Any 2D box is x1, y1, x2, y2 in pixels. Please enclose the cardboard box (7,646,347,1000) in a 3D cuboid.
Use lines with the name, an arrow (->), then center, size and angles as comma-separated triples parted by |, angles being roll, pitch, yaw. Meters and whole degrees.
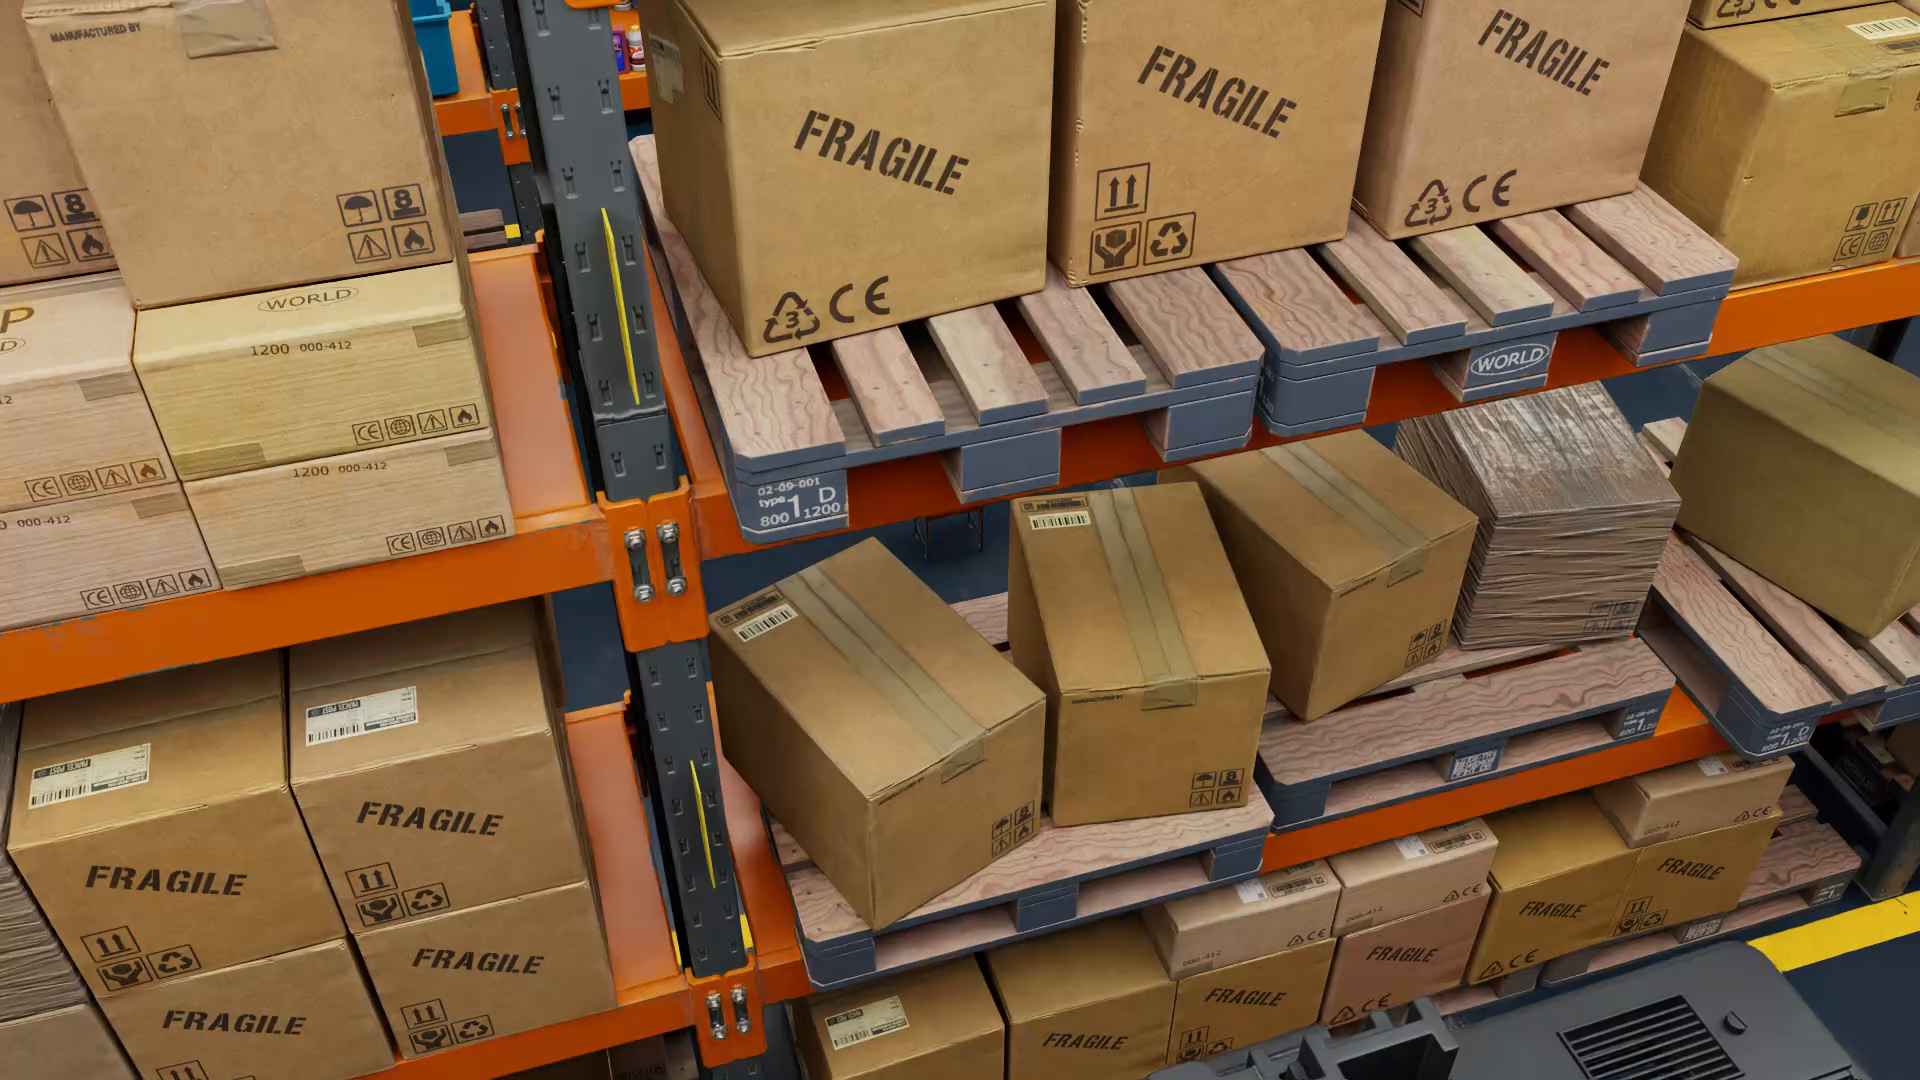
cardboard box -> -1.620, 0.556, 3.498 | 0.500, 0.500, 0.500 | -12, 43, -14

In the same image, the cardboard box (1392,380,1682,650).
cardboard box -> 1.591, -0.125, 4.718 | 0.500, 0.500, 0.700 | -4, 41, -5

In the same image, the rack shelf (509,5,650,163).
rack shelf -> -0.305, -2.629, 8.526 | 4.000, 0.370, 1.077 | -12, 42, -13

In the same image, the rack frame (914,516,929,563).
rack frame -> -0.167, -0.361, 6.865 | 0.008, 1.050, 0.200 | -12, 42, -13

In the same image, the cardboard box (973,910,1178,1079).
cardboard box -> 0.312, 1.325, 5.018 | 0.500, 0.500, 0.500 | -11, 42, -12

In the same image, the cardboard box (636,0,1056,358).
cardboard box -> -0.225, -0.812, 3.148 | 0.600, 0.600, 0.600 | -16, 43, -17

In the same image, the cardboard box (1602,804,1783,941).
cardboard box -> 2.266, 0.922, 5.480 | 0.500, 0.500, 0.500 | -10, 42, -11

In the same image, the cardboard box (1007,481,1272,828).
cardboard box -> 0.428, 0.280, 4.254 | 0.500, 0.500, 0.700 | -5, 41, -6

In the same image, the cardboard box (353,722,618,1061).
cardboard box -> -1.128, 0.827, 3.947 | 0.500, 0.500, 0.500 | -11, 42, -12

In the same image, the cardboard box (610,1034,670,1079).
cardboard box -> -1.193, 1.399, 5.078 | 0.500, 0.311, 0.500 | -12, 42, -13

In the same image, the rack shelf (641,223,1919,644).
rack shelf -> 1.180, -0.649, 3.980 | 4.000, 0.370, 1.077 | -12, 42, -13

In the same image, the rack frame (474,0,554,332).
rack frame -> -2.212, -2.504, 7.837 | 0.127, 3.000, 1.000 | -12, 42, -13

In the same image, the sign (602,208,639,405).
sign -> -0.558, -0.380, 2.733 | 0.005, 0.325, 0.100 | -12, 42, -13

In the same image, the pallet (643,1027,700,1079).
pallet -> -1.383, 1.790, 5.041 | 1.213, 0.211, 1.003 | -12, 42, -13

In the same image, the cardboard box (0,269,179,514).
cardboard box -> -1.588, -0.293, 2.760 | 0.500, 0.250, 0.500 | -12, 42, -13

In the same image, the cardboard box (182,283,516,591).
cardboard box -> -1.112, -0.205, 3.039 | 0.500, 0.250, 0.500 | -12, 42, -13

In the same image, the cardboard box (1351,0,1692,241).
cardboard box -> 1.046, -1.077, 3.452 | 0.600, 0.600, 0.600 | -13, 43, -15

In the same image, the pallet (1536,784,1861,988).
pallet -> 2.364, 0.988, 5.958 | 1.213, 0.211, 1.003 | -12, 42, -13

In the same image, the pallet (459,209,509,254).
pallet -> -2.902, -1.285, 8.560 | 1.213, 0.211, 1.003 | -12, 42, -13

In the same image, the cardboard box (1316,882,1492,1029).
cardboard box -> 1.273, 1.132, 5.240 | 0.500, 0.500, 0.500 | -13, 43, -15

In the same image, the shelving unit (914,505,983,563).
shelving unit -> -0.051, -0.385, 6.893 | 0.252, 1.050, 0.215 | -12, 42, -13

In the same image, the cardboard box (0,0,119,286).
cardboard box -> -1.700, -0.809, 2.780 | 0.500, 0.500, 0.700 | -12, 42, -13

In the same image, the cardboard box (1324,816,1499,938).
cardboard box -> 1.239, 0.858, 4.983 | 0.500, 0.250, 0.500 | -12, 43, -14

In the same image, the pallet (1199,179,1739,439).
pallet -> 0.904, -0.746, 3.687 | 1.003, 0.211, 1.213 | -12, 42, -13

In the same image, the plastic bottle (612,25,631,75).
plastic bottle -> -1.607, -2.291, 7.682 | 0.133, 0.283, 0.061 | -12, 42, -13

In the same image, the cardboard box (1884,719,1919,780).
cardboard box -> 3.675, 0.772, 5.857 | 0.500, 0.250, 0.500 | -12, 43, -13

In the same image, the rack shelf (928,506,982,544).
rack shelf -> -0.051, -0.168, 7.082 | 0.240, 0.259, 0.215 | -12, 42, -13

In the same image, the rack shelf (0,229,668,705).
rack shelf -> -2.635, 0.141, 3.075 | 4.000, 0.370, 1.077 | -12, 42, -13

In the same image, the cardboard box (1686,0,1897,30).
cardboard box -> 1.697, -1.446, 3.509 | 0.500, 0.500, 0.500 | -12, 42, -13

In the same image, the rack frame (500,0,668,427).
rack frame -> -0.728, -1.654, 2.304 | 0.127, 3.000, 1.000 | -12, 42, -13

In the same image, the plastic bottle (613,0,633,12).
plastic bottle -> -1.685, -2.739, 8.256 | 0.097, 0.201, 0.097 | 0, 41, 0
